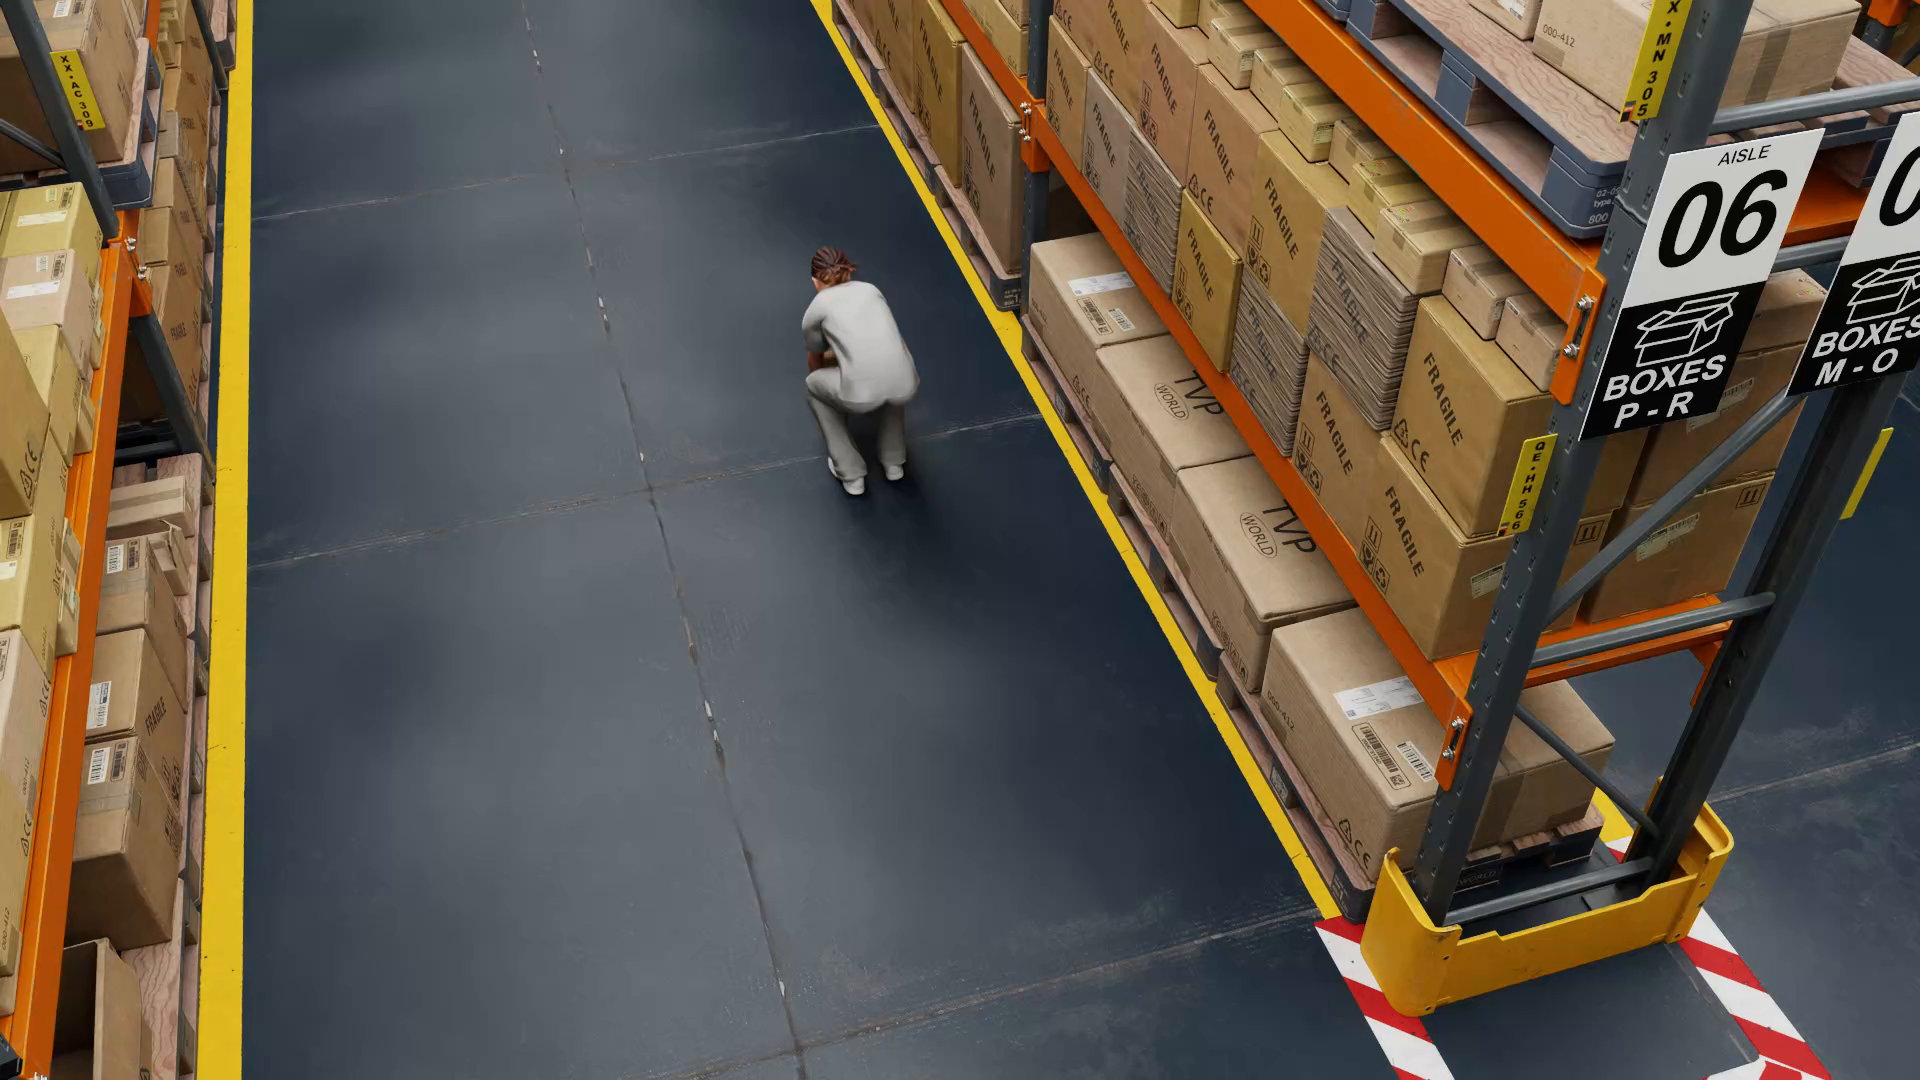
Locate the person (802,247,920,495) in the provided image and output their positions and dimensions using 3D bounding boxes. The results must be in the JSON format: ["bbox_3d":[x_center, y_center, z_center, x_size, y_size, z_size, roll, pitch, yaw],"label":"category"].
[{"bbox_3d":[-0.466,-0.751,7.531,0.468,0.939,0.851,-14,44,-14],"label":"person"}]
